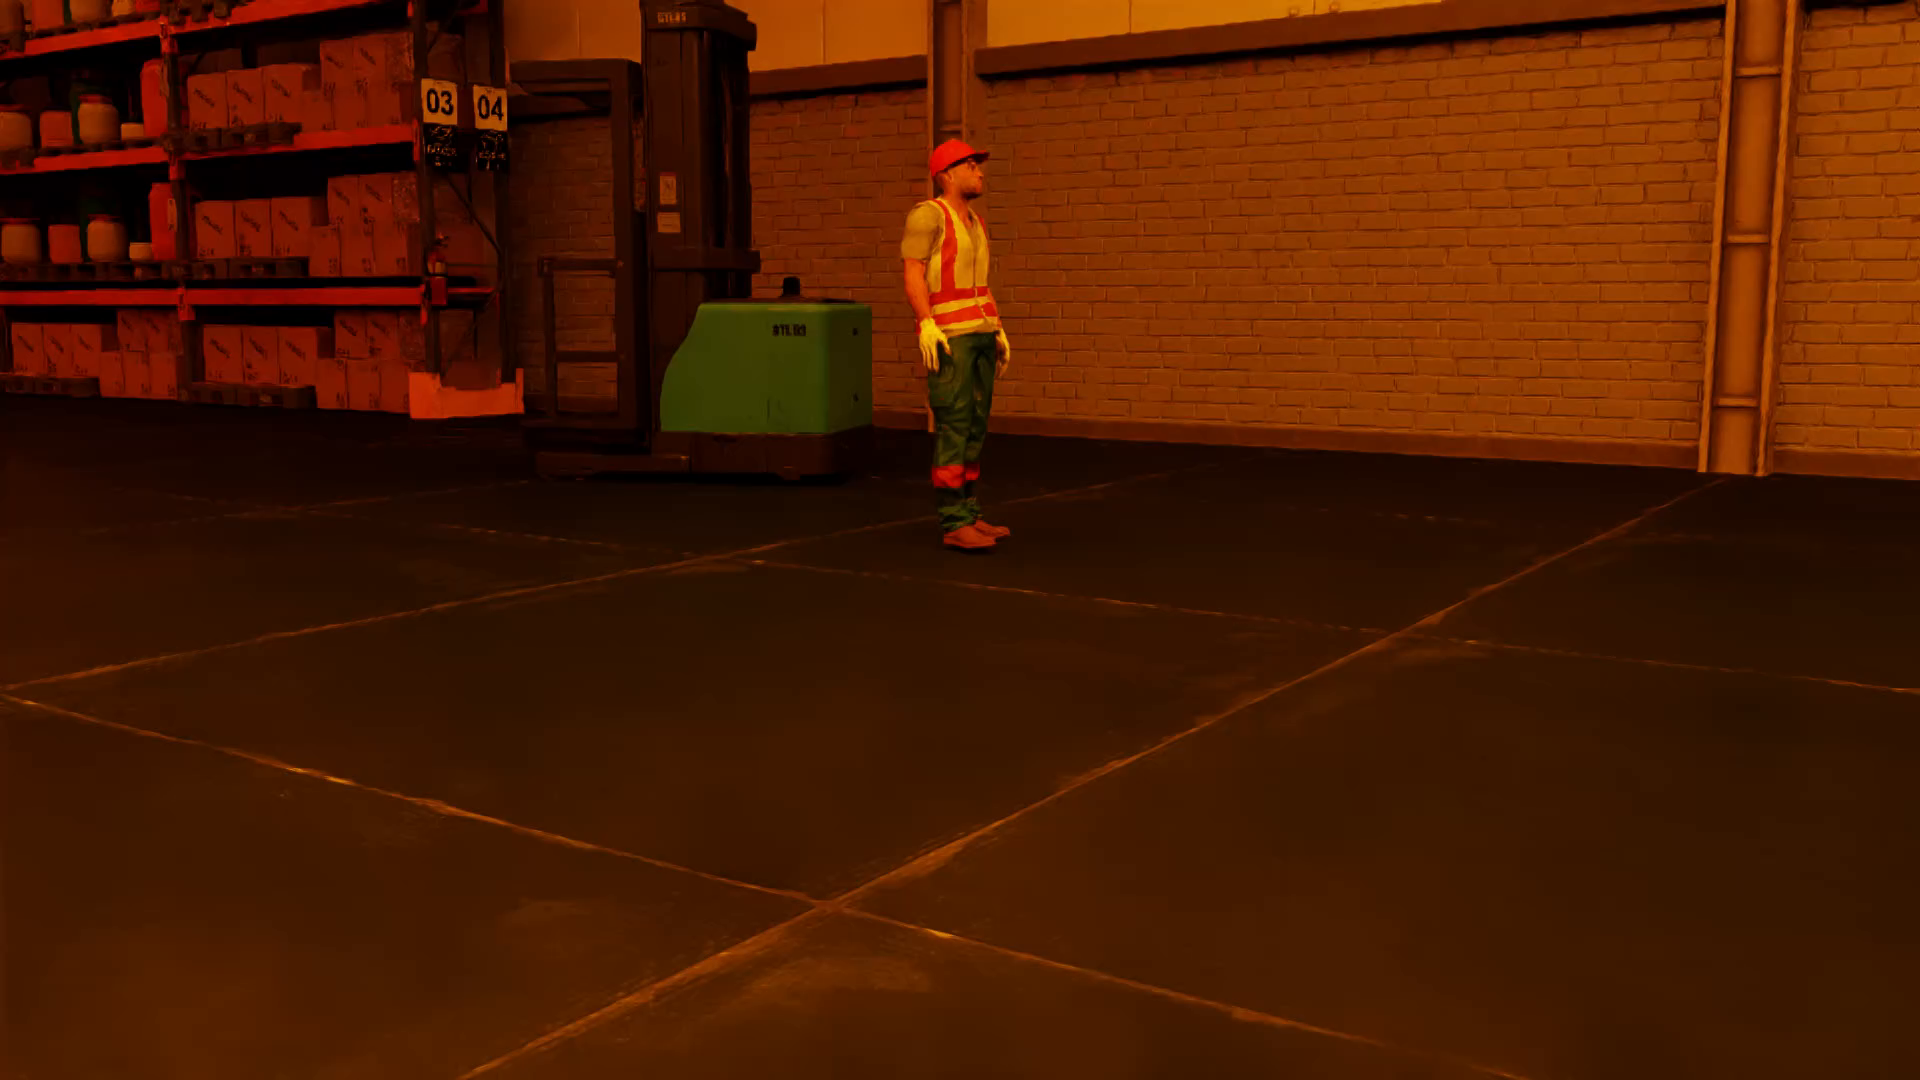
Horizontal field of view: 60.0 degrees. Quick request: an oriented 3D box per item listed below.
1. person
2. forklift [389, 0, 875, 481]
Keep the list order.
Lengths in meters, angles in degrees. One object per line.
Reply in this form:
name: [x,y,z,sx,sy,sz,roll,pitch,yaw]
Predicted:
person: [0.060,-0.883,7.423,0.563,1.783,0.637,5,10,34]
forklift: [-2.121,-1.886,10.456,3.031,2.935,1.130,2,8,14]
